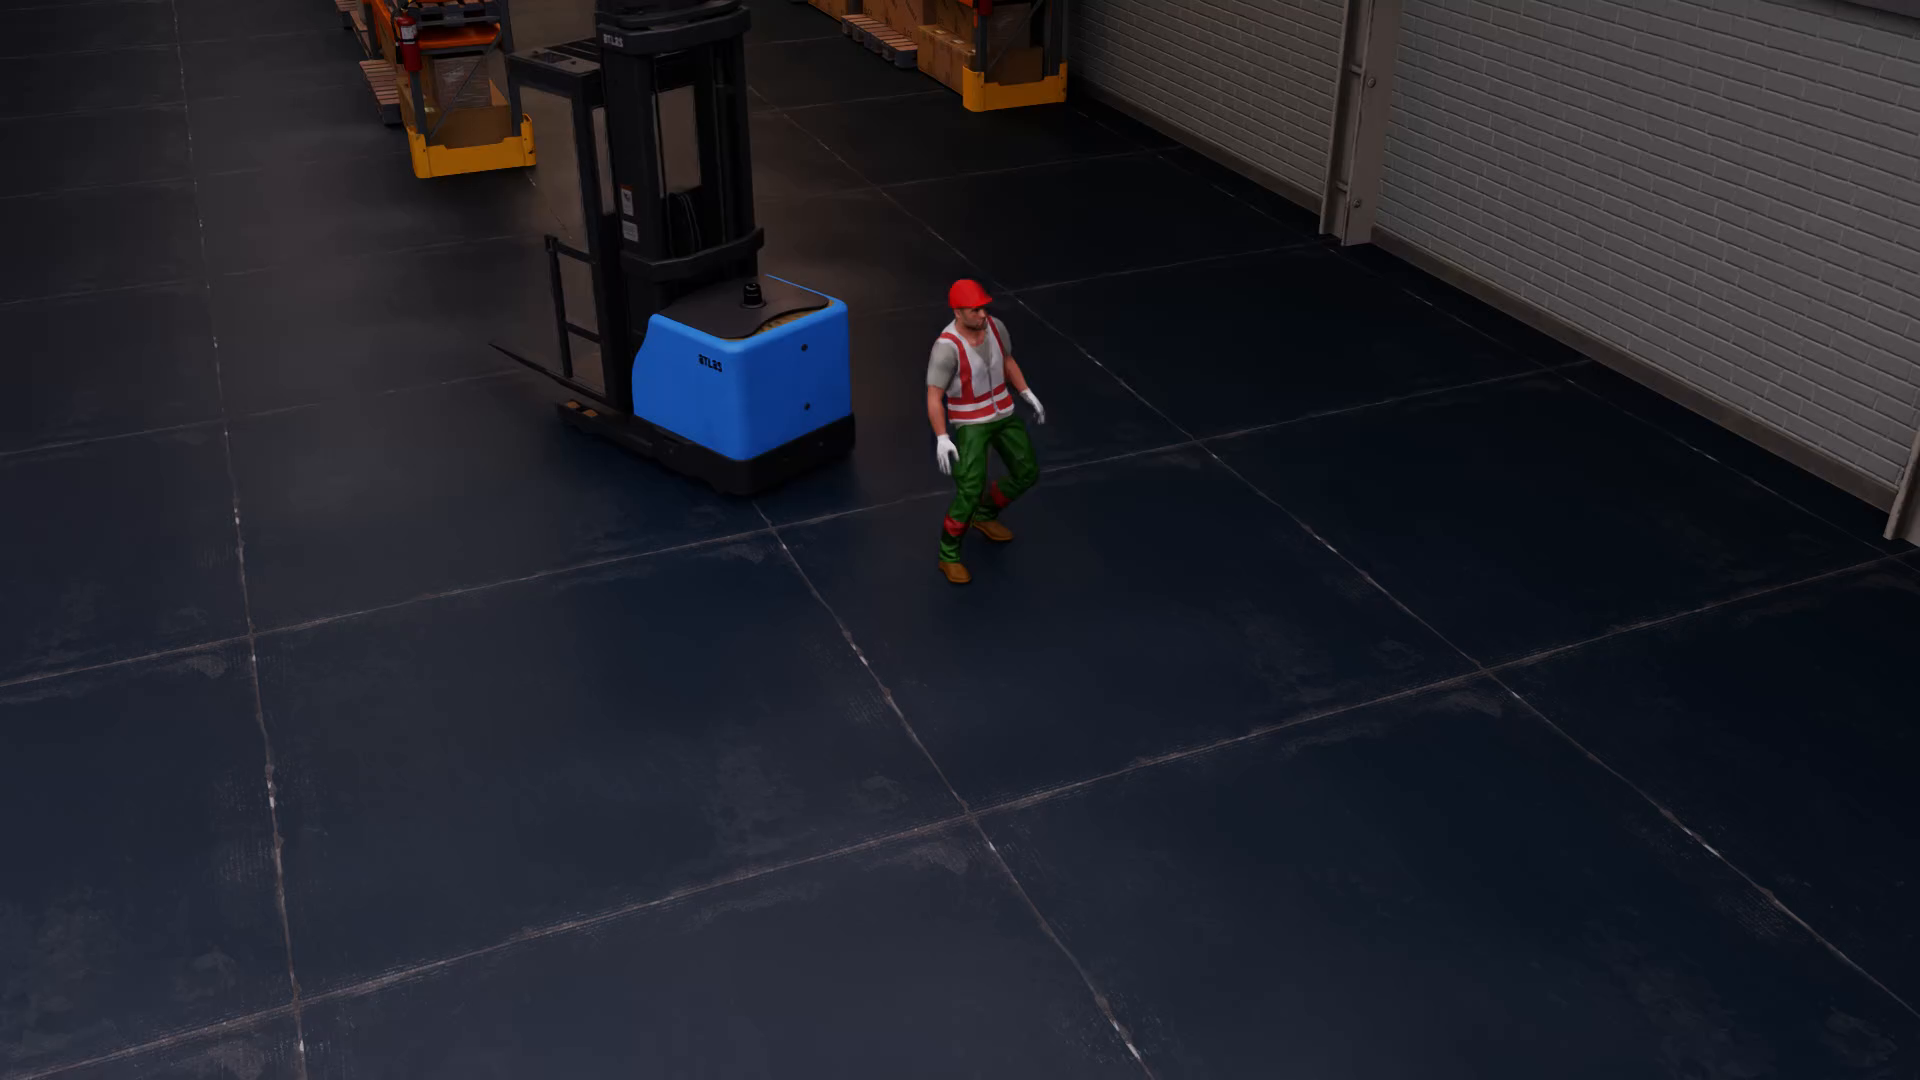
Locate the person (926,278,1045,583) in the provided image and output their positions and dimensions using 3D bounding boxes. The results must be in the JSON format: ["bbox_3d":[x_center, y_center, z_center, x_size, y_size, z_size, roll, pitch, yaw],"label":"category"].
[{"bbox_3d":[0.108,-0.667,9.534,0.816,1.700,0.546,-23,37,-34],"label":"person"}]

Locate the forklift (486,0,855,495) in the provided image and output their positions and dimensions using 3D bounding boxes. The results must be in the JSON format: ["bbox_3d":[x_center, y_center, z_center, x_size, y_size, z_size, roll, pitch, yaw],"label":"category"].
[{"bbox_3d":[-2.127,-2.163,10.903,3.031,2.935,1.130,24,38,36],"label":"forklift"}]
